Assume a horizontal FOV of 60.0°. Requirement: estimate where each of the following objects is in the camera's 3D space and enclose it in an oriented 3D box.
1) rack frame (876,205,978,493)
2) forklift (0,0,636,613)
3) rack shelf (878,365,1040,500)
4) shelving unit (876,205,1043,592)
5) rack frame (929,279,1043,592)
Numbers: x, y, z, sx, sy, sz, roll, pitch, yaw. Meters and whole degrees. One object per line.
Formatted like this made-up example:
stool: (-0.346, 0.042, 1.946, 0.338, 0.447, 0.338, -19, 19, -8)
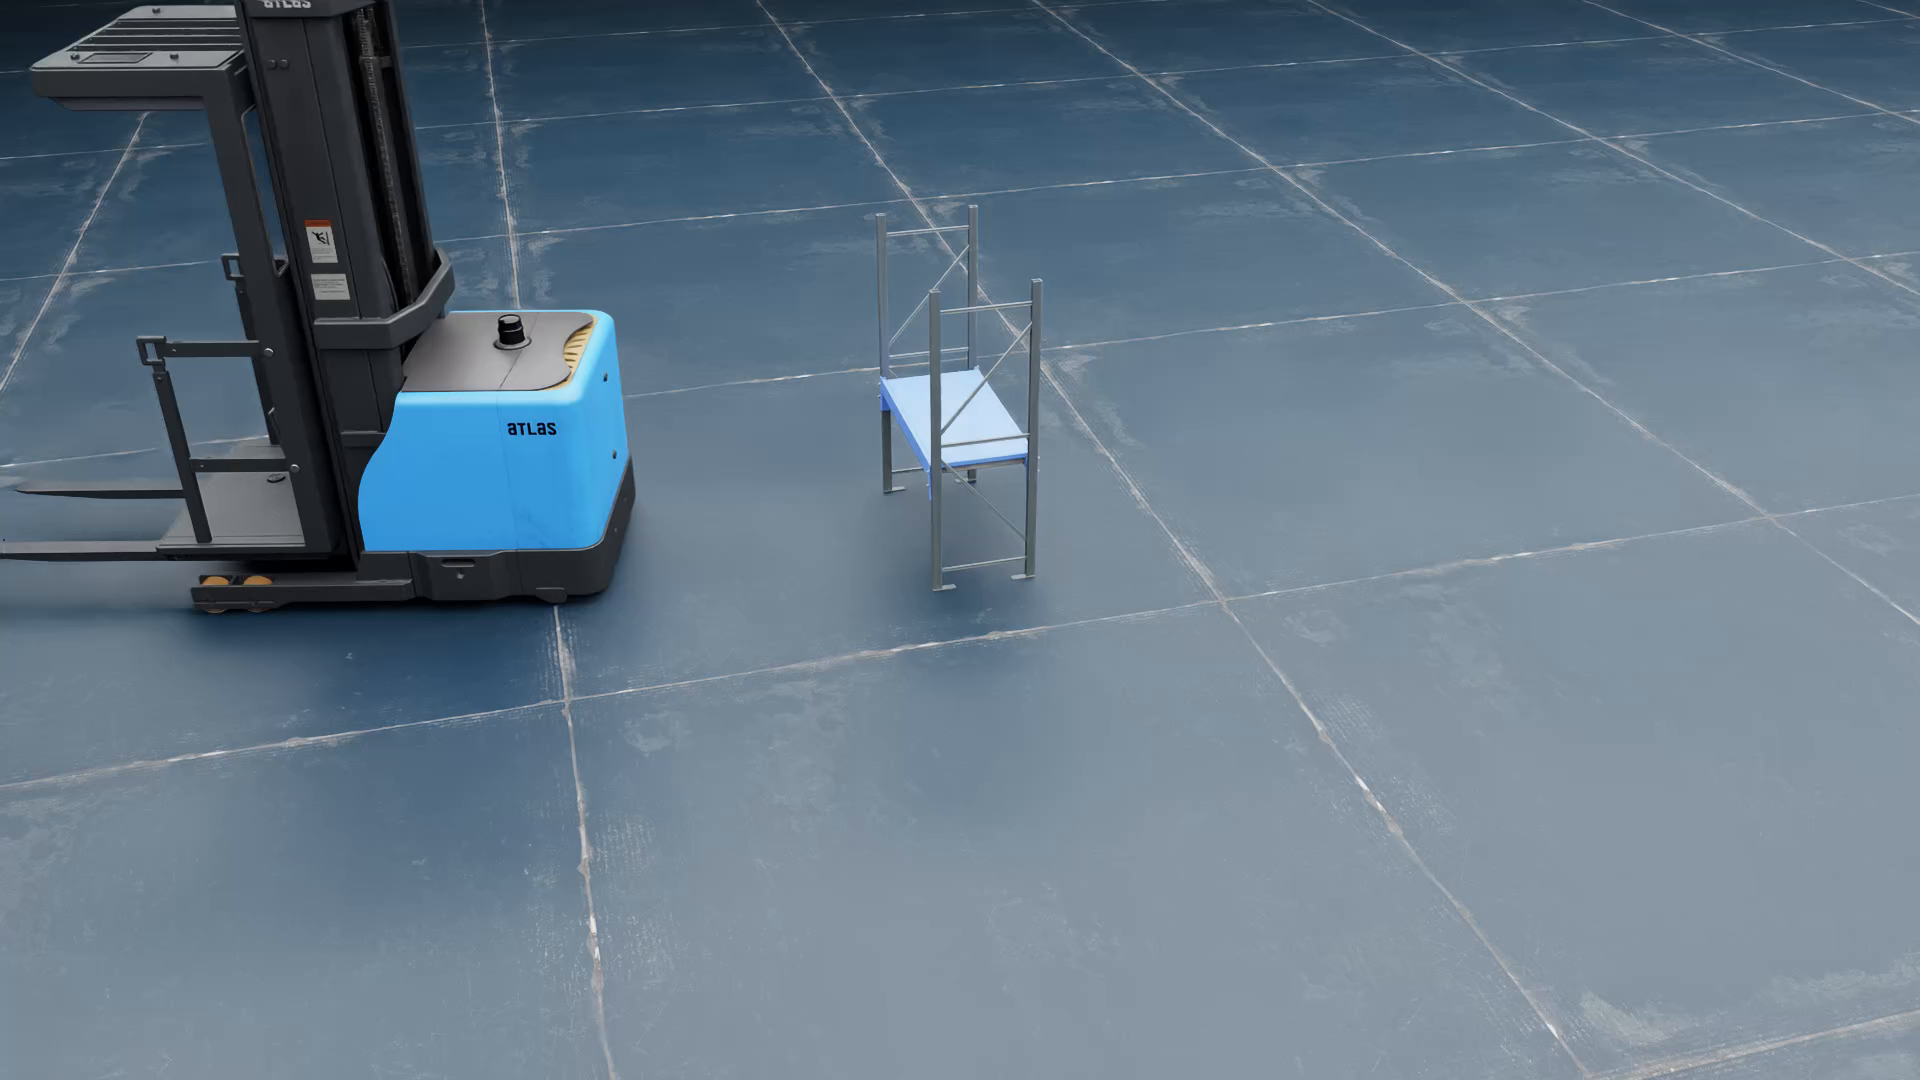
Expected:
rack frame: (-0.158, -0.936, 8.370, 0.500, 1.500, 0.032, -8, 31, -13)
forklift: (-3.161, -1.200, 7.398, 3.031, 2.935, 1.130, -1, 30, -1)
rack shelf: (-0.023, -0.535, 8.036, 0.538, 0.185, 1.000, -8, 31, -13)
shelving unit: (-0.023, -0.690, 7.945, 0.538, 1.500, 1.048, -8, 31, -13)
rack frame: (0.112, -0.445, 7.521, 0.500, 1.500, 0.032, -8, 31, -13)
